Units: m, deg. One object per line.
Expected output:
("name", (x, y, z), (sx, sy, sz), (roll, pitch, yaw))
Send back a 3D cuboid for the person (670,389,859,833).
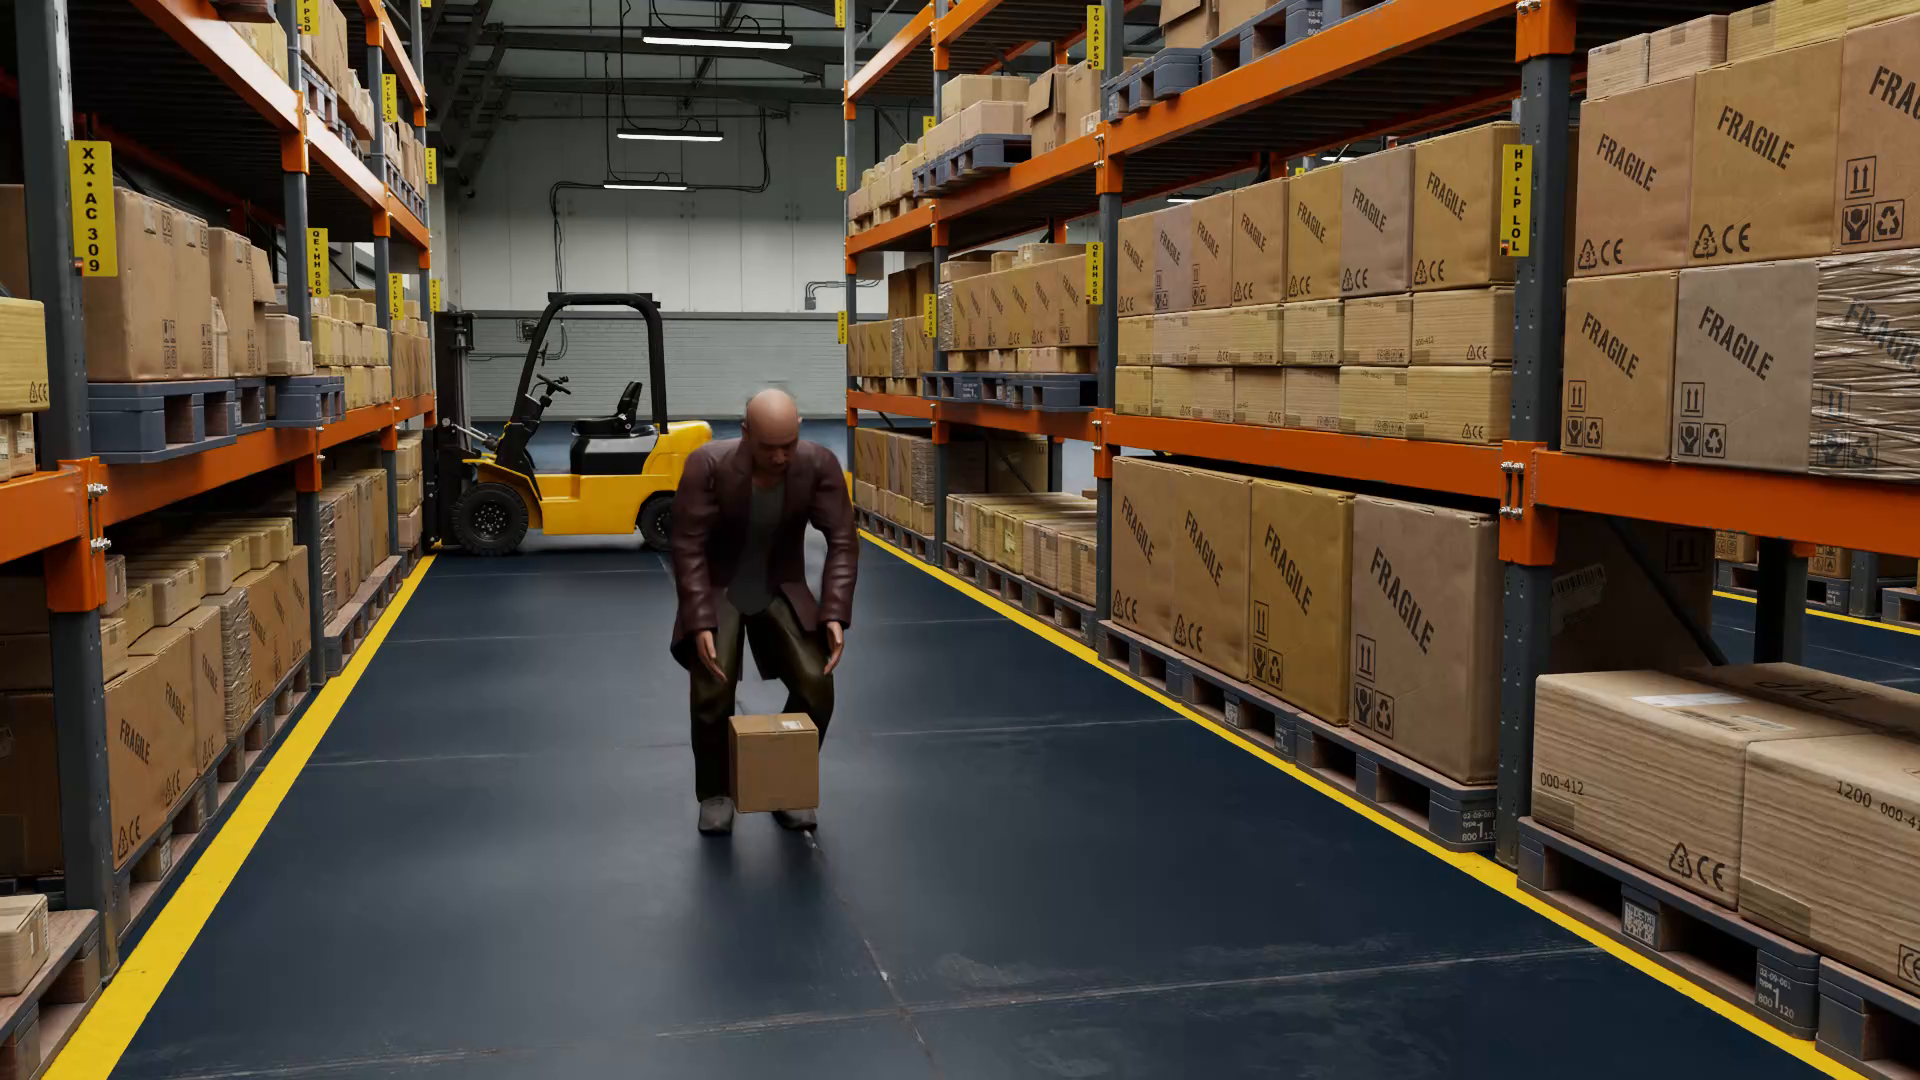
("person", (-0.663, 0.232, 5.611), (0.629, 1.483, 0.680), (-1, 6, -13))
